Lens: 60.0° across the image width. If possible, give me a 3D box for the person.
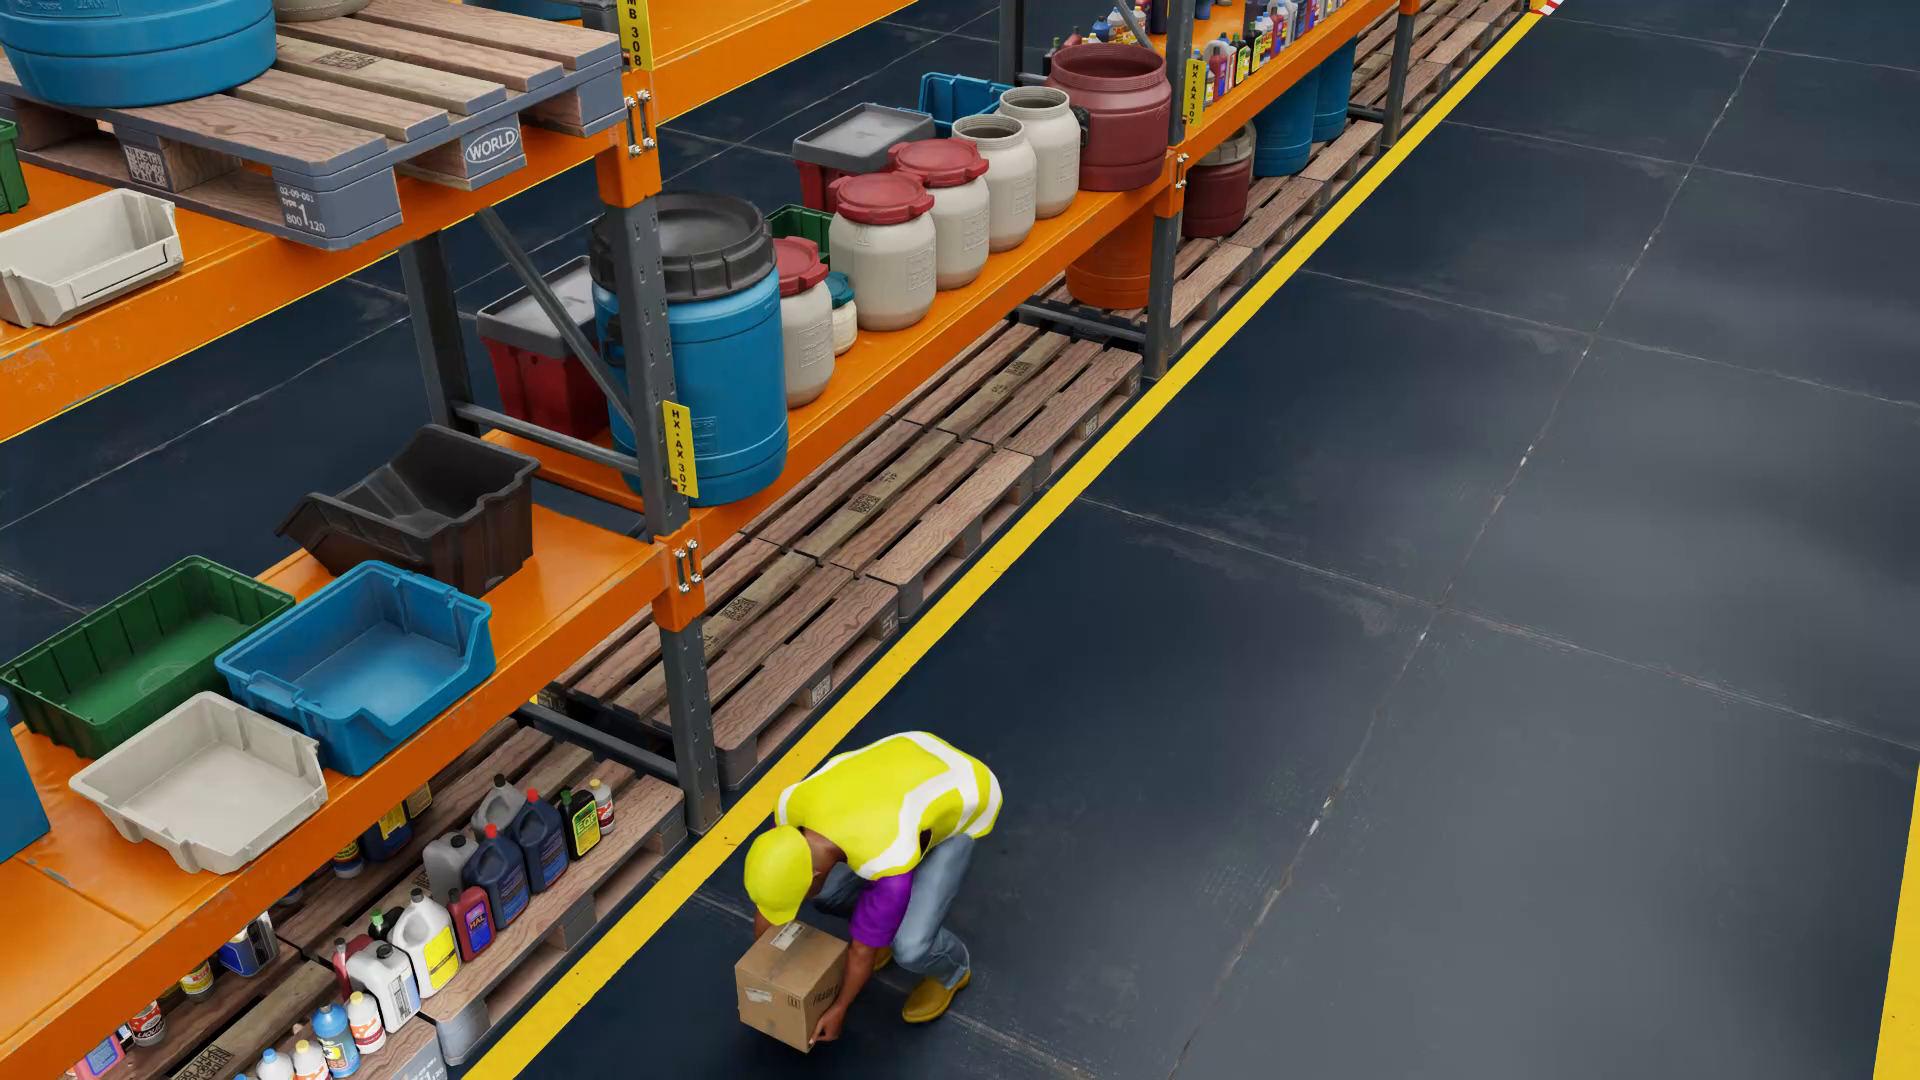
[{"bbox_3d":[-0.272,1.097,5.164,0.523,1.014,0.960,27,42,34],"label":"person"}]
